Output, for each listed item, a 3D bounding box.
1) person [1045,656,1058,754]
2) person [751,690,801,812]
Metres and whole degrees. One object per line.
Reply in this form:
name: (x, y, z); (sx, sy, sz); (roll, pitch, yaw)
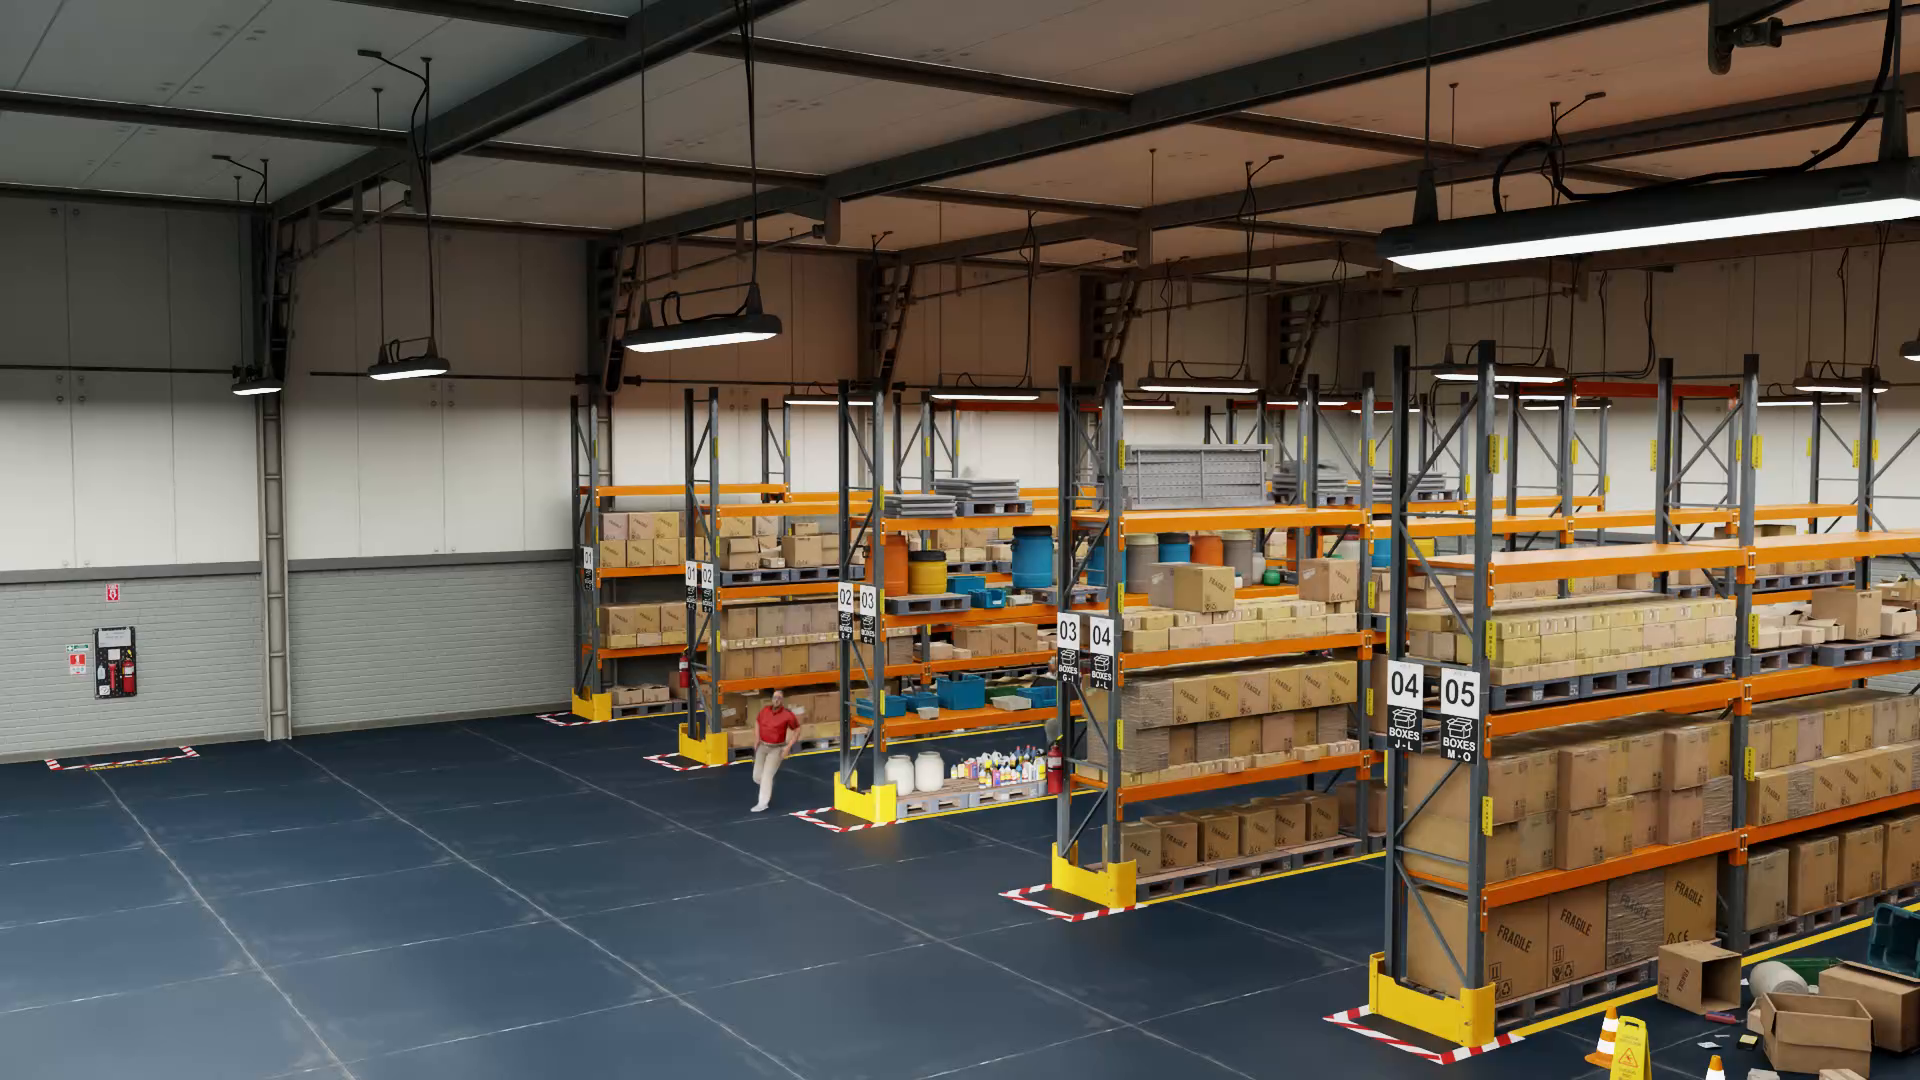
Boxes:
person: (1.549, 2.729, 26.736); (0.764, 1.715, 0.576); (-2, 4, -33)
person: (-2.579, 2.930, 23.271); (0.738, 1.679, 0.688); (1, 4, 18)
